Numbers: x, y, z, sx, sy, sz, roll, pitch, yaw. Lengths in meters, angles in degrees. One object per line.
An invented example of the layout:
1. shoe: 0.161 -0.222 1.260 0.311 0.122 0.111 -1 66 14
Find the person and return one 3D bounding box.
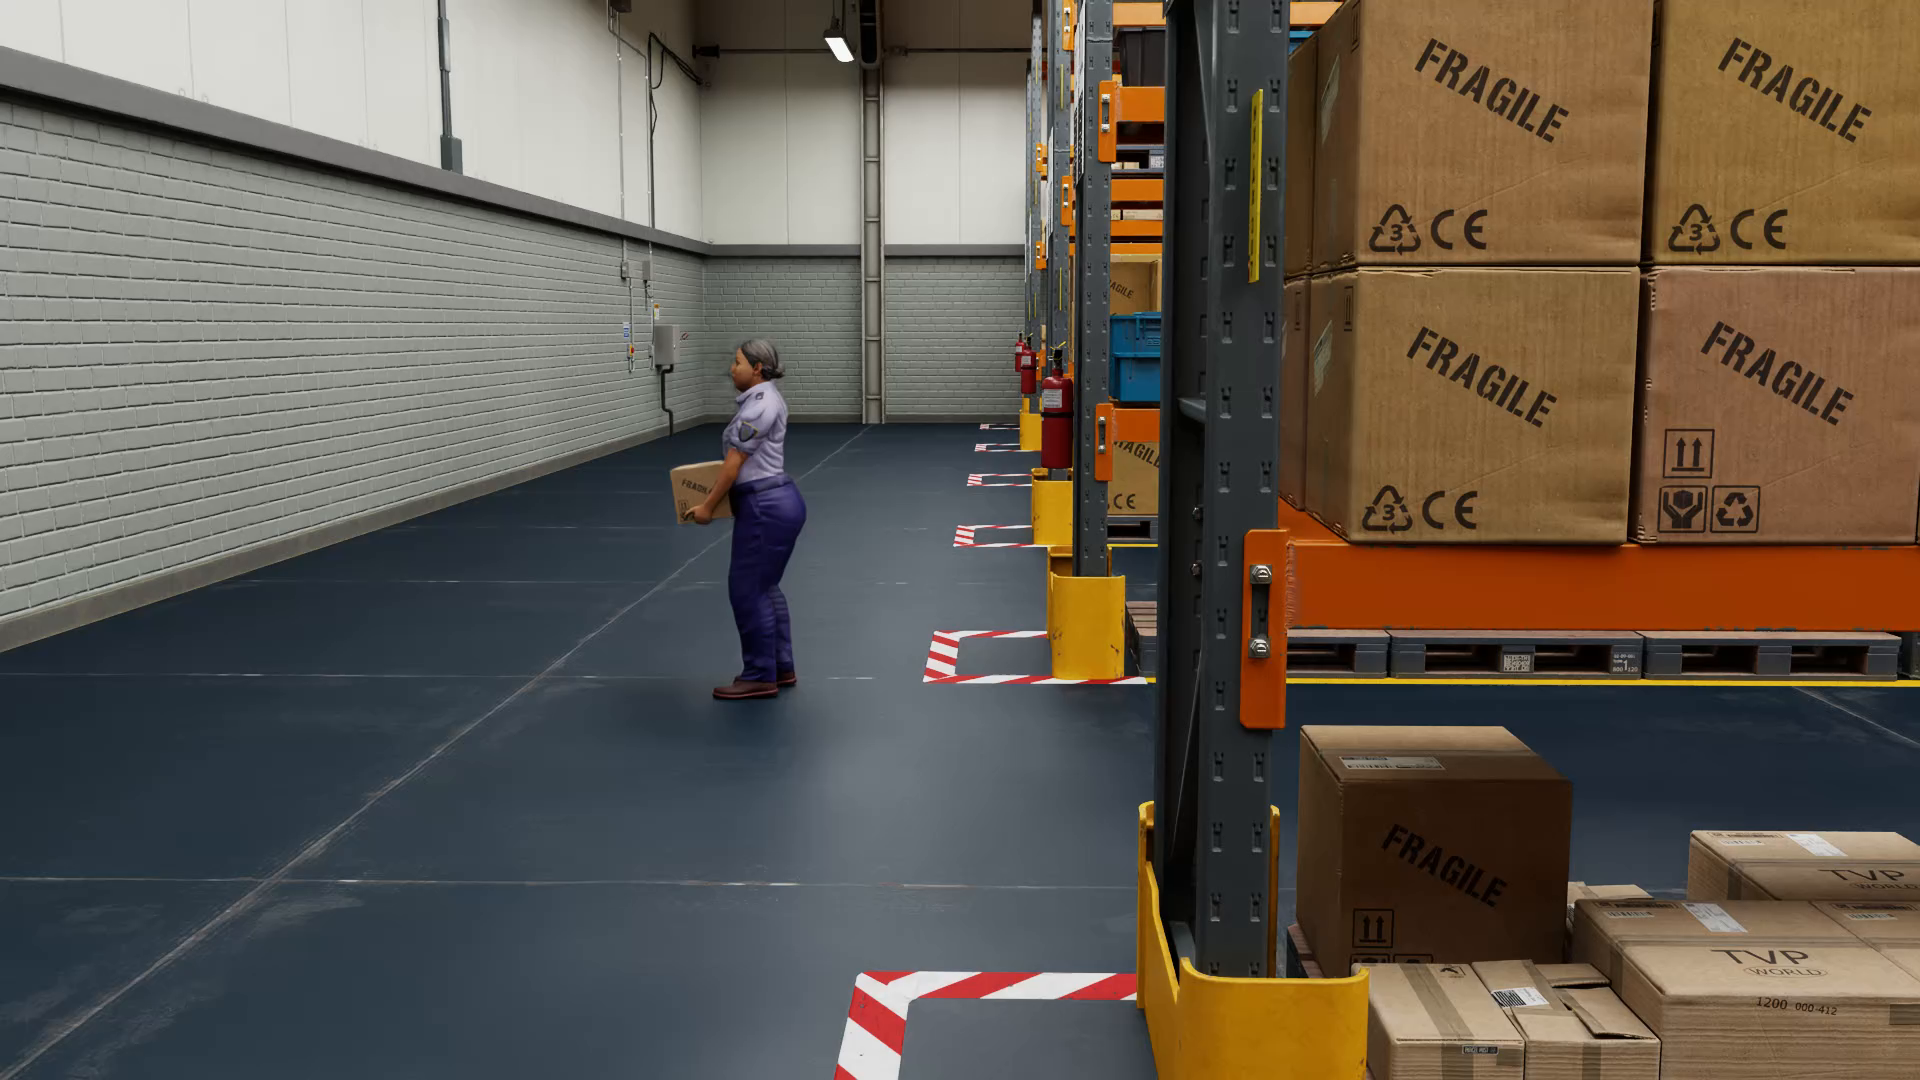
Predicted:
1. person: -0.985 -0.101 7.661 0.535 1.646 0.435 0 7 0
